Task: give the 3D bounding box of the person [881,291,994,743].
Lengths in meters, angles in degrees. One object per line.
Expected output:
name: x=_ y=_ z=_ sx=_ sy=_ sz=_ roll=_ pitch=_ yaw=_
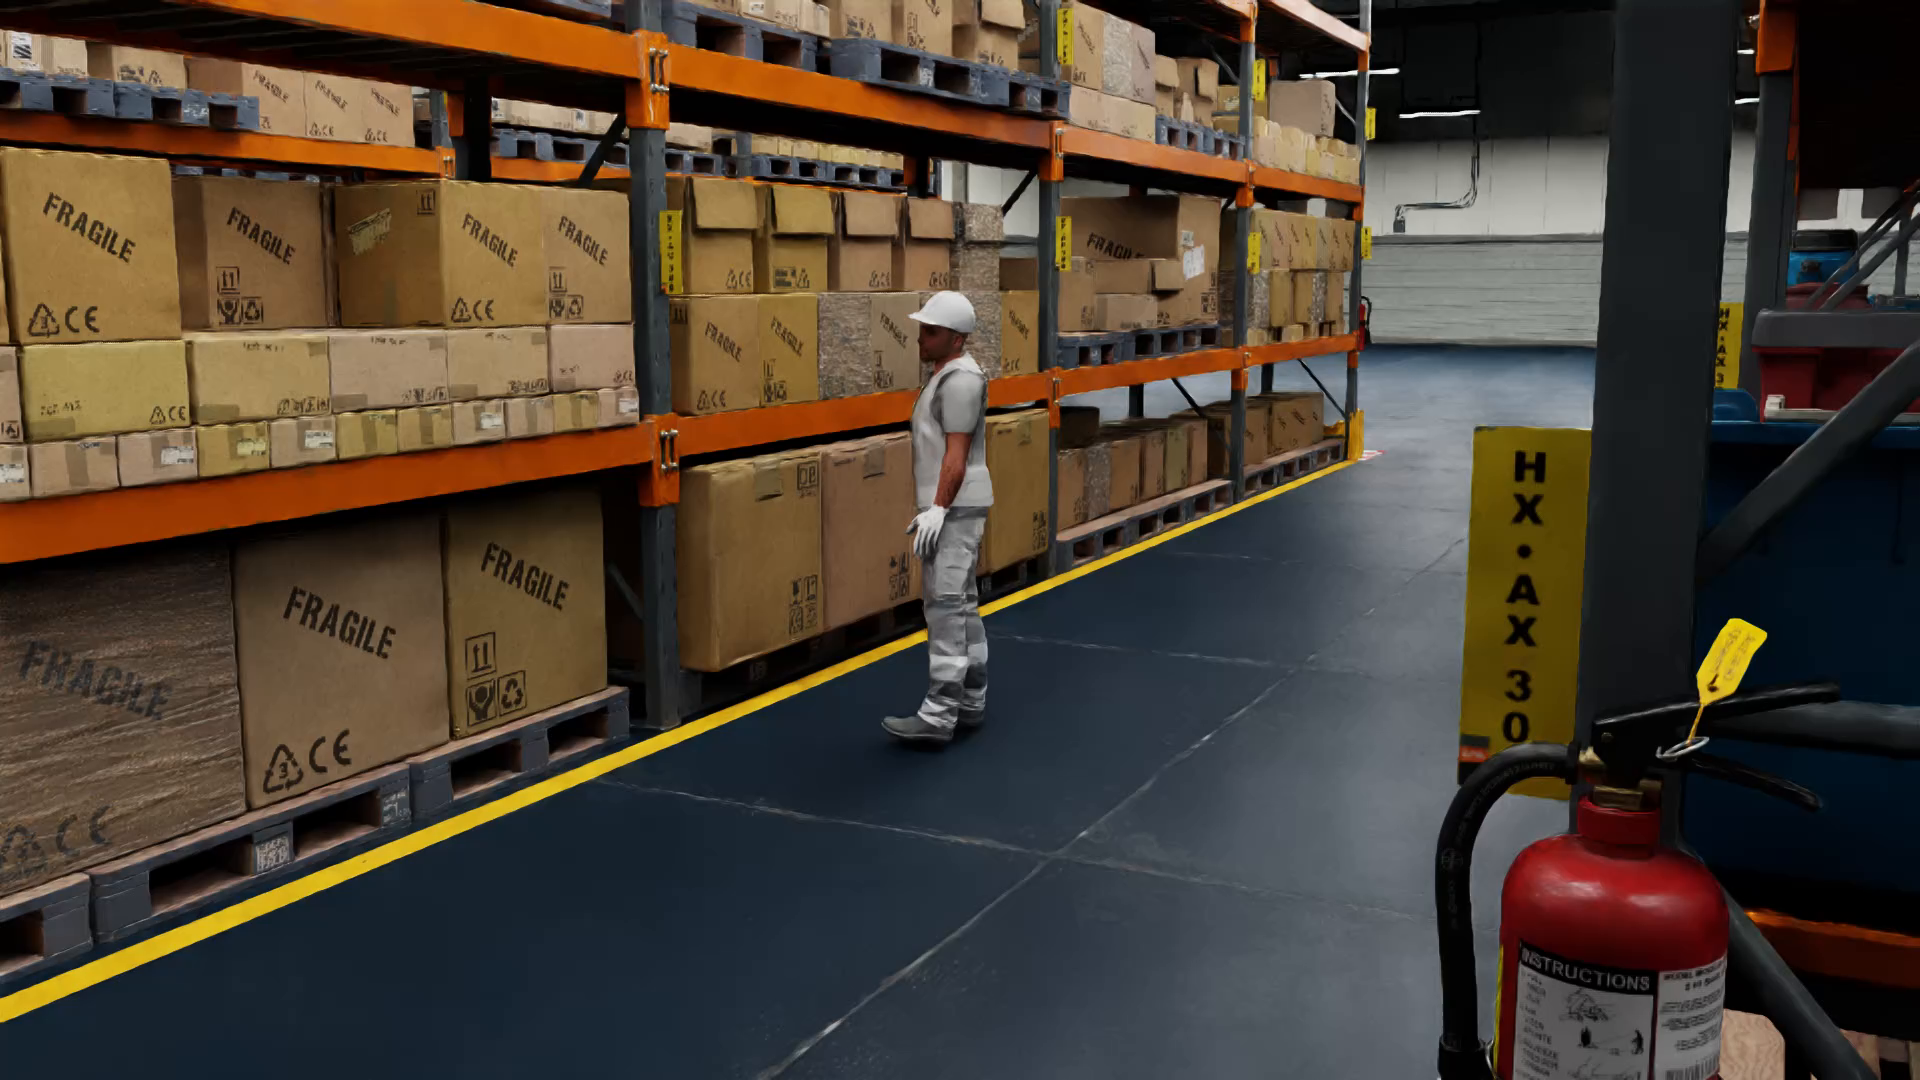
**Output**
person: x=-0.096 y=-0.095 z=6.696 sx=0.456 sy=1.789 sz=0.590 roll=0 pitch=9 yaw=-2
